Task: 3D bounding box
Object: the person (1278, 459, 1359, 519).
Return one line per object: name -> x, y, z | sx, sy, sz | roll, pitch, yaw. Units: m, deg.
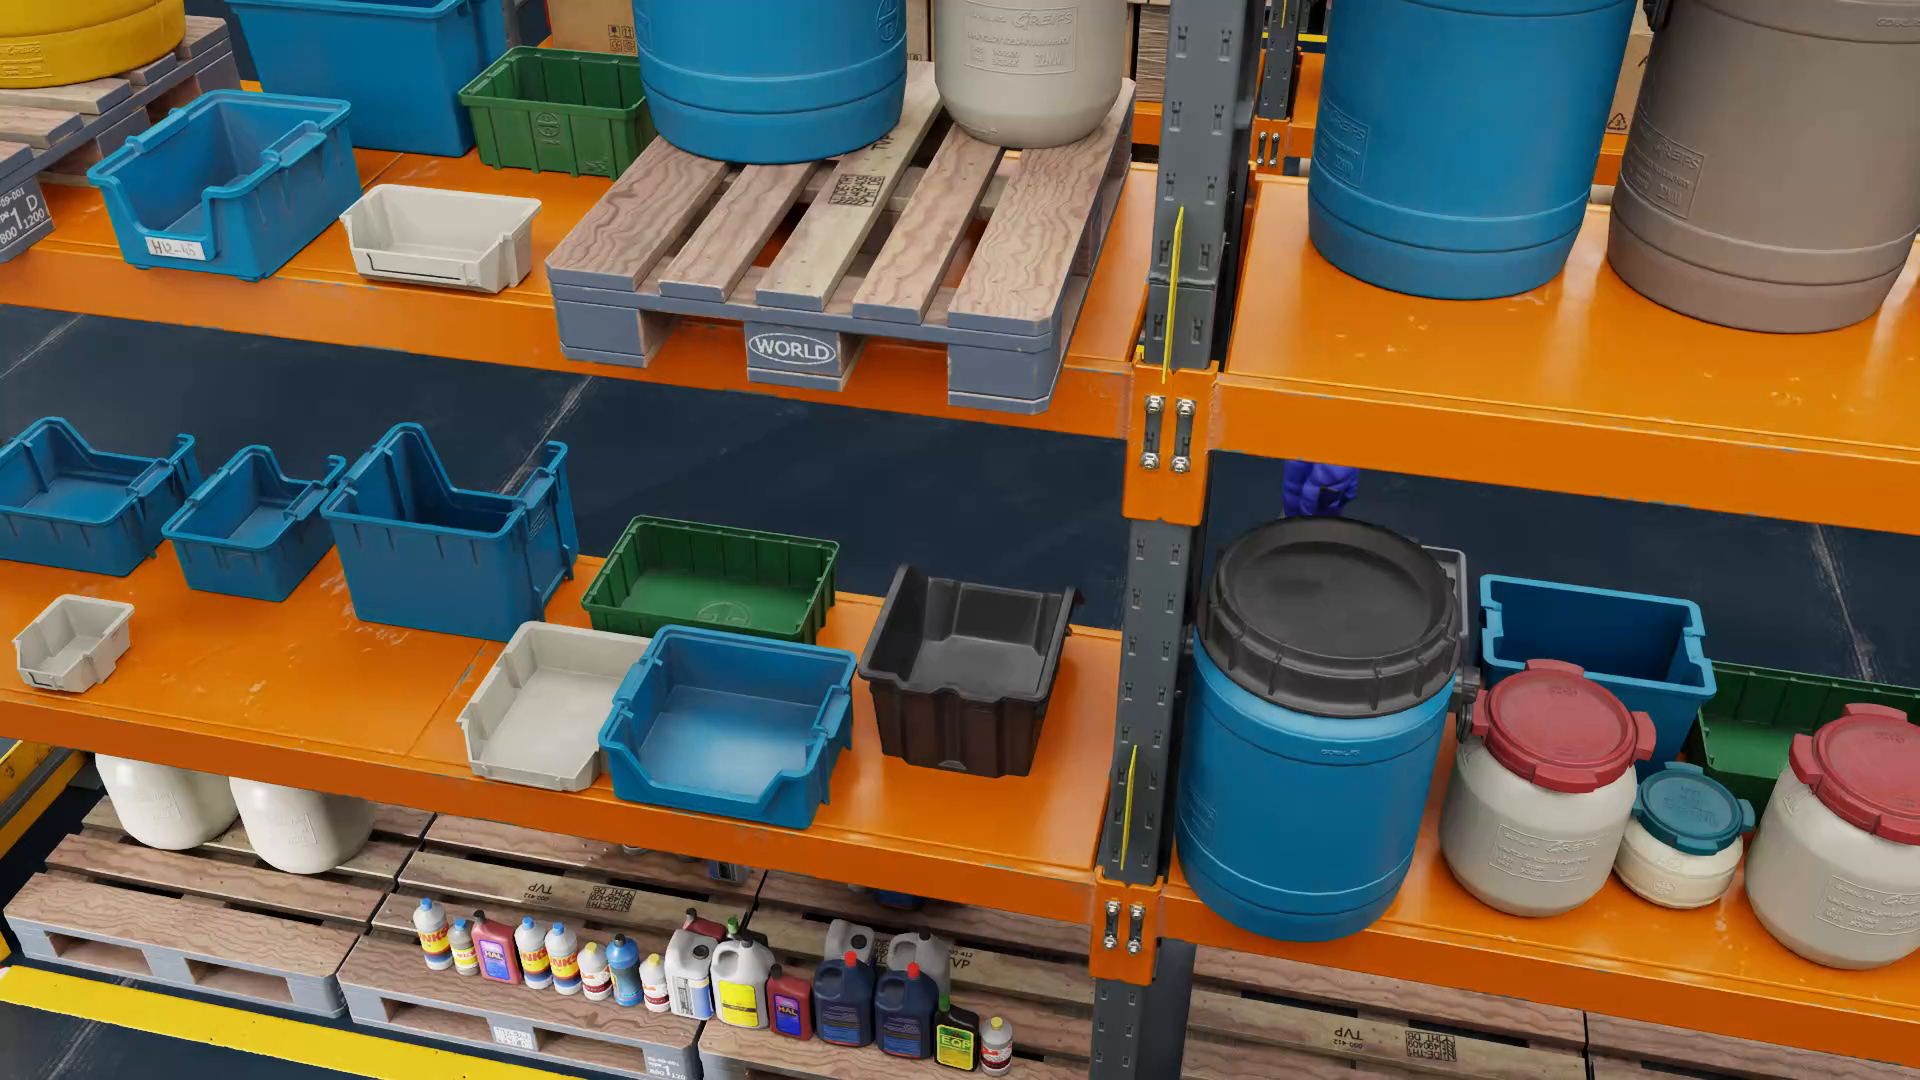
person -> 1.297, 0.058, 6.076 | 0.352, 1.654, 0.512 | 7, 37, 9
